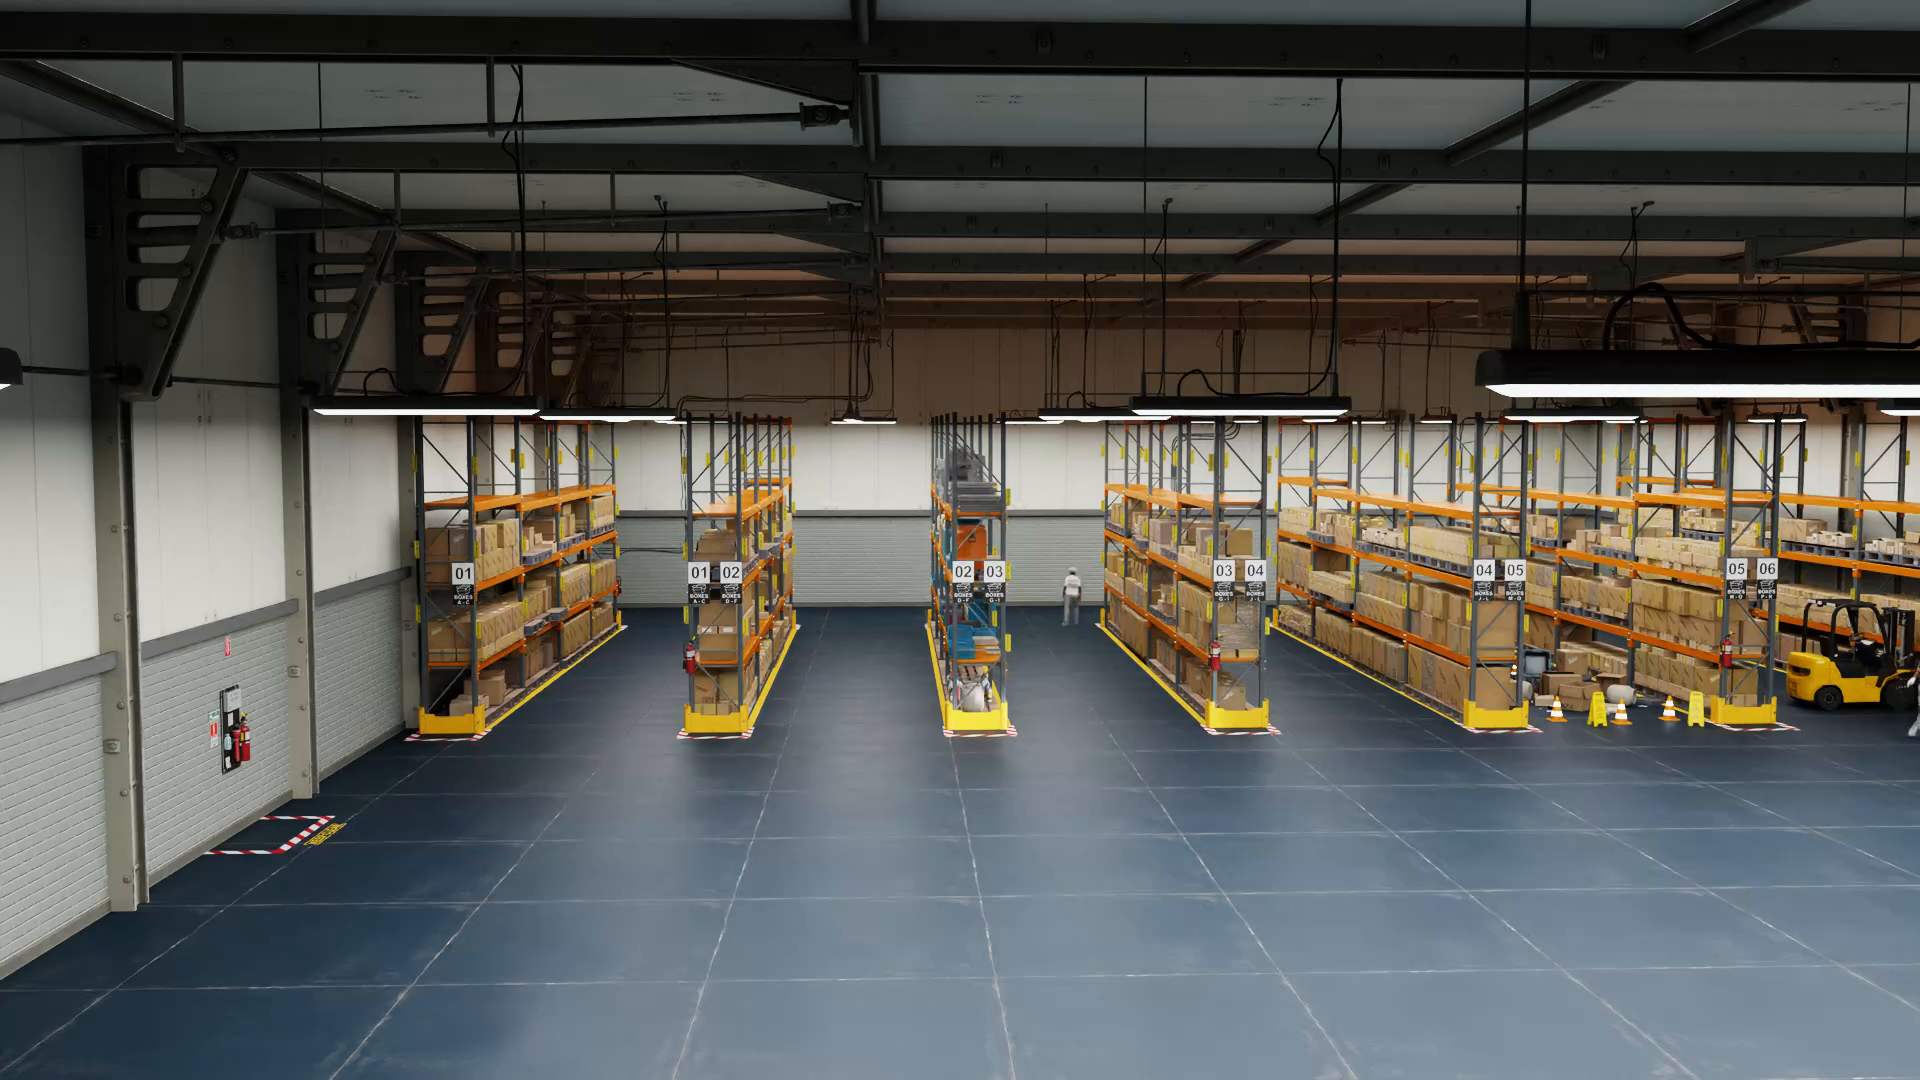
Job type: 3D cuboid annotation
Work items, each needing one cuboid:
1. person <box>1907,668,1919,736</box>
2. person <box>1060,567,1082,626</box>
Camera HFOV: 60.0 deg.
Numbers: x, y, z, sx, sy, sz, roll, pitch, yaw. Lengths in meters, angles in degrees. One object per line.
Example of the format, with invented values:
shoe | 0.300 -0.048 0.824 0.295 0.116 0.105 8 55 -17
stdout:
person | 17.759 2.791 30.300 0.816 1.675 0.725 1 4 19
person | 3.188 1.631 48.103 0.644 1.690 0.562 -1 4 -8
